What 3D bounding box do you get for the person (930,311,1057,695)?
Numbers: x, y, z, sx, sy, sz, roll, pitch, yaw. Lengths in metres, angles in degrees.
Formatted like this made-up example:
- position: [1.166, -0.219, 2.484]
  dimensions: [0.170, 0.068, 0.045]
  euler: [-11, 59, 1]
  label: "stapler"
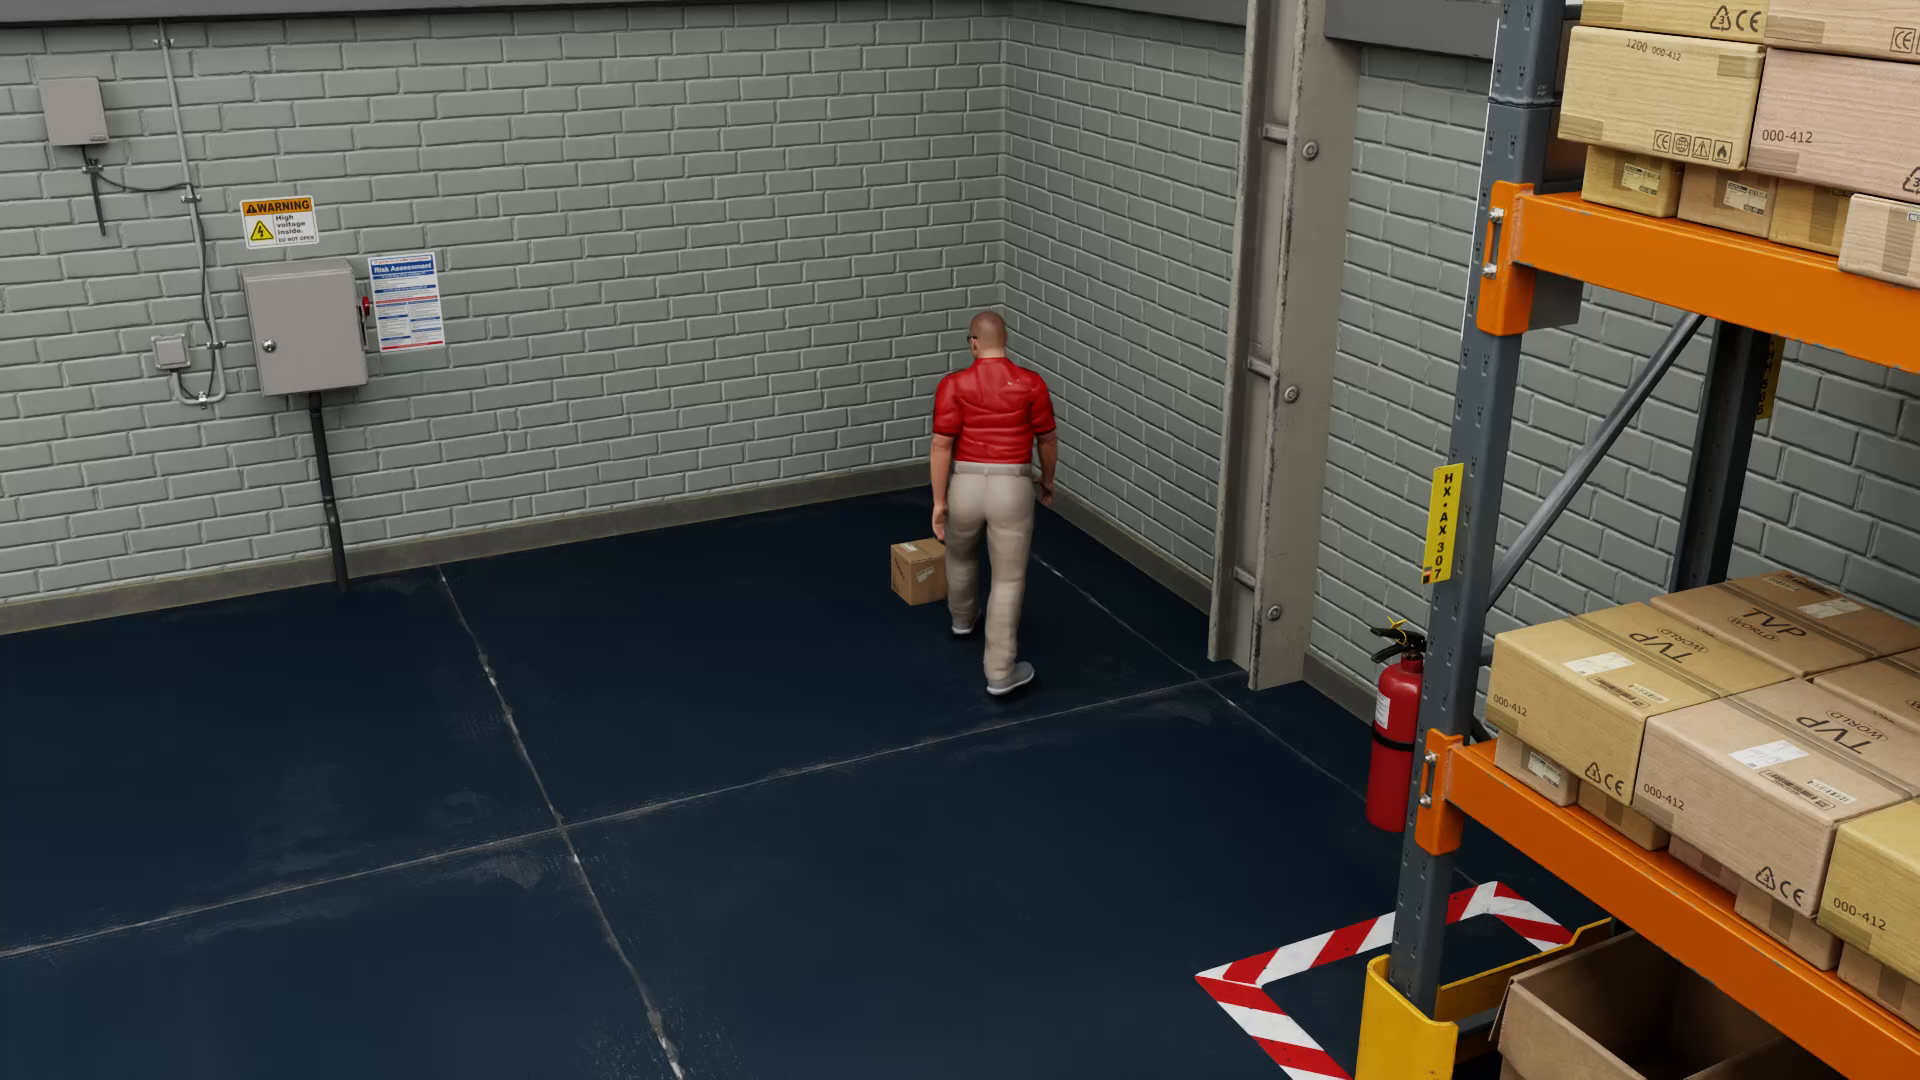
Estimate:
- position: [0.165, -0.227, 7.670]
  dimensions: [0.547, 1.678, 0.930]
  euler: [4, 22, 9]
  label: "person"
